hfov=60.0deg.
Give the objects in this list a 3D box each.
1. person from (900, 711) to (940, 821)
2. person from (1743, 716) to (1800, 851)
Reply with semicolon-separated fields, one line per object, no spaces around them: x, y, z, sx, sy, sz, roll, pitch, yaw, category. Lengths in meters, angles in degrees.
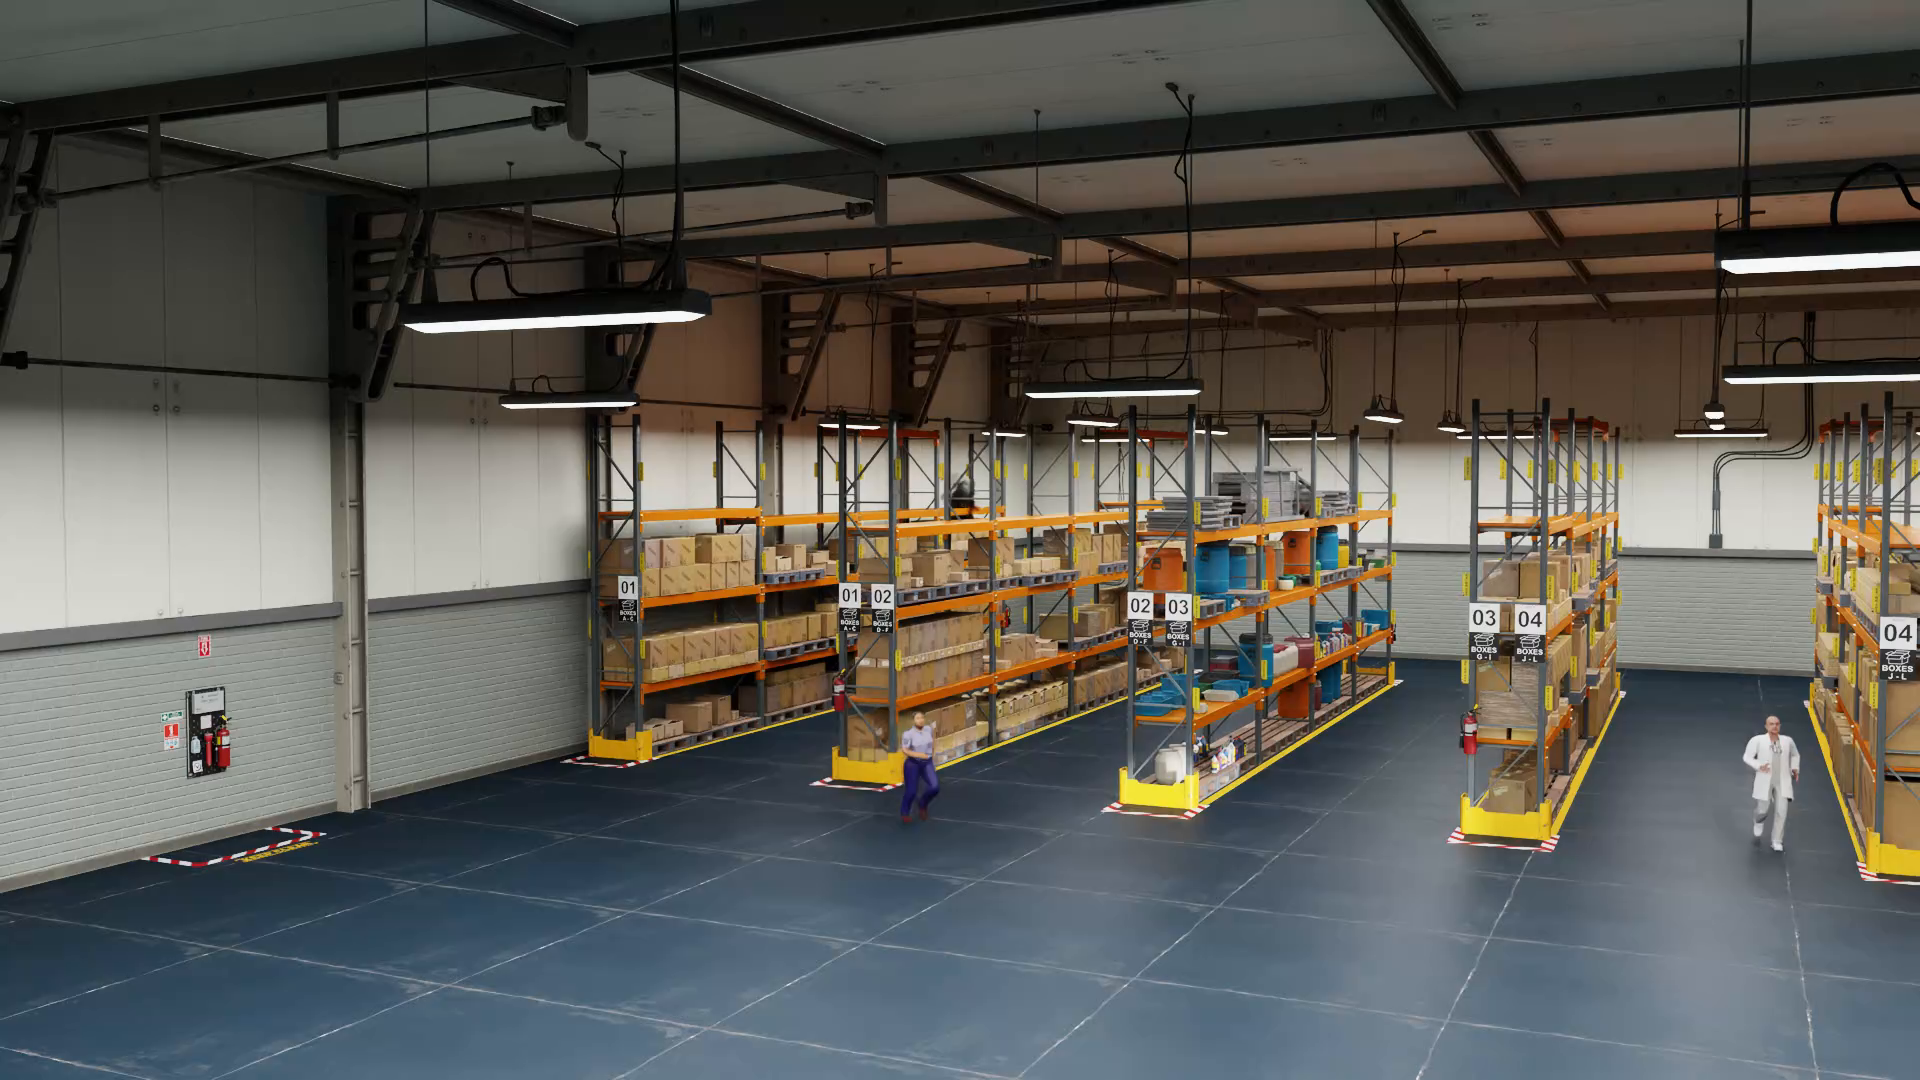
-0.561;3.254;23.582;0.615;1.523;0.785;-1;3;-27;person
10.827;3.218;22.153;0.720;1.740;0.861;1;2;14;person
